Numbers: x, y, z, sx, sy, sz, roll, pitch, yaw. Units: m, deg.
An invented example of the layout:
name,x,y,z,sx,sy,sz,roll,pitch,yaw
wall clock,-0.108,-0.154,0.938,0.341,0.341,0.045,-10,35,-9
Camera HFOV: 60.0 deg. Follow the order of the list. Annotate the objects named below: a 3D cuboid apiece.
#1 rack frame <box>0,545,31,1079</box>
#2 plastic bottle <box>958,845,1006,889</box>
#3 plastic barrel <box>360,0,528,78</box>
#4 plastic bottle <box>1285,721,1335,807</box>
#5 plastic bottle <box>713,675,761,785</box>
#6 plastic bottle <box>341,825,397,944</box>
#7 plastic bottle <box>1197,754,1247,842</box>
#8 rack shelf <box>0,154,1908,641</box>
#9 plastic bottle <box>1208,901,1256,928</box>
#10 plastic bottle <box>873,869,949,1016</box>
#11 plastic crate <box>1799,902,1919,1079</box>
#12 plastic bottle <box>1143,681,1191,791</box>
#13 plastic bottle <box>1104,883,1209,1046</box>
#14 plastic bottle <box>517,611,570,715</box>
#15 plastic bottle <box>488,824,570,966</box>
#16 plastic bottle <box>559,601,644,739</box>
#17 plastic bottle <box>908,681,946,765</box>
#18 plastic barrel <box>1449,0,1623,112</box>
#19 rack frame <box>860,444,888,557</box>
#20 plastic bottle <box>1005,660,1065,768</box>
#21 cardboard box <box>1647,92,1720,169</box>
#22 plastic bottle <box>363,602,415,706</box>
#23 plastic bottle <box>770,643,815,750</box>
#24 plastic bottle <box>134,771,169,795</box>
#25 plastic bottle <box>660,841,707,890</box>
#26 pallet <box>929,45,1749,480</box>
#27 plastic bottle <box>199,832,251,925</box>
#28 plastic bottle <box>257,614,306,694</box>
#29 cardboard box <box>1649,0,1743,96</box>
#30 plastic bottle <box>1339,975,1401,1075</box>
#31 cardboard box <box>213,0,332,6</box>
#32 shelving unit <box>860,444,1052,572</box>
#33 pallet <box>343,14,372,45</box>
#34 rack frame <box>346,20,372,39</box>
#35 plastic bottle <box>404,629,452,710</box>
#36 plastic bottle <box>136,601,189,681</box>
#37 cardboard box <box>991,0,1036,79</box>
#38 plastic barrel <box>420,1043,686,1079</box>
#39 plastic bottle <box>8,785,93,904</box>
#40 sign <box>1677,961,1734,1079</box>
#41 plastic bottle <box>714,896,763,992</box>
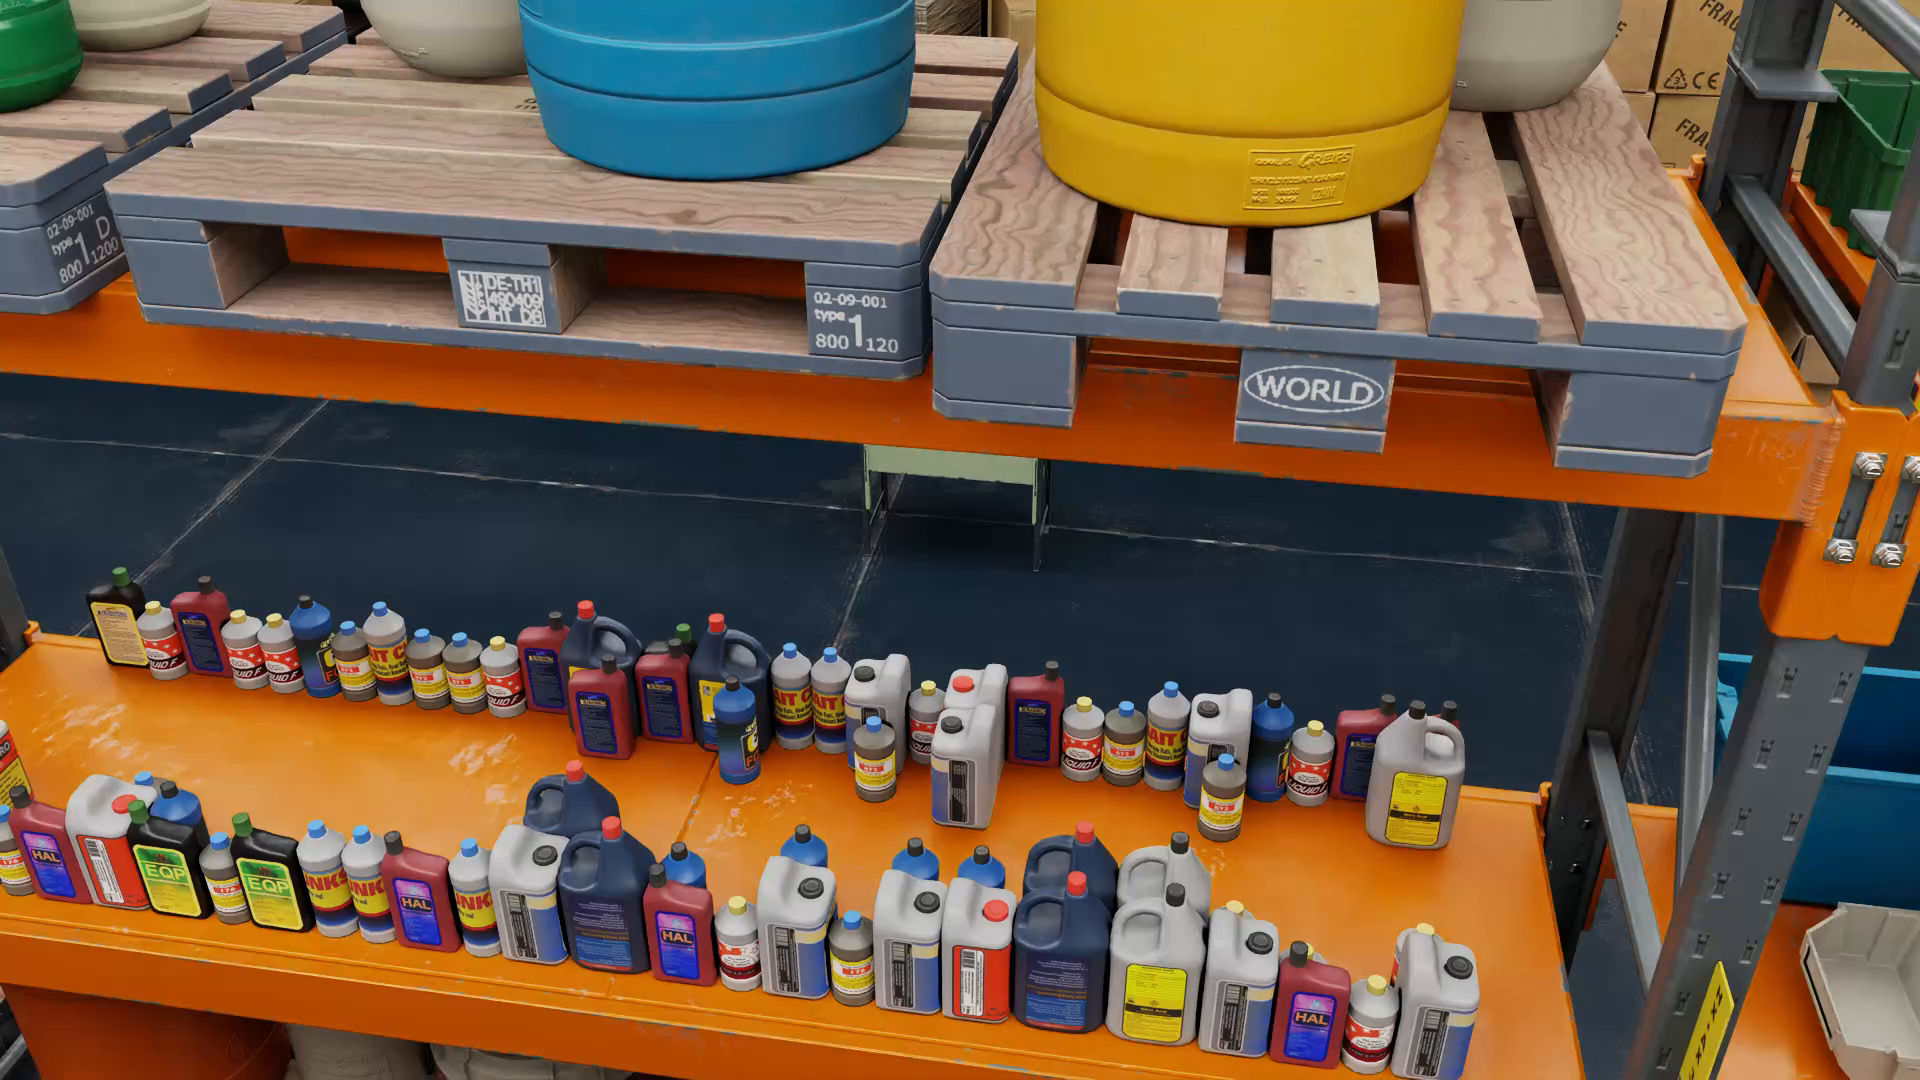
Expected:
name,x,y,z,sx,sy,sz,roll,pitch,yaw
rack frame,-2.602,0.331,3.895,0.127,3.000,1.000,5,32,8
plastic bottle,0.043,0.731,3.376,0.097,0.271,0.097,0,32,0
plastic barrel,-0.829,-1.097,2.825,0.433,0.535,0.433,0,32,0
plastic bottle,0.803,0.503,3.806,0.097,0.201,0.097,0,32,0
plastic bottle,-0.519,0.432,3.855,0.097,0.271,0.097,0,32,0
plastic bottle,-1.209,0.700,3.426,0.097,0.271,0.097,0,32,0
plastic bottle,0.585,0.565,3.707,0.097,0.201,0.097,0,32,0
rack shelf,-0.631,-0.458,3.005,4.000,0.370,1.077,5,32,8
plastic bottle,0.540,0.806,3.322,0.097,0.201,0.097,0,32,0
plastic bottle,-0.092,0.784,3.287,0.135,0.276,0.152,5,32,8
plastic crate,1.775,0.890,3.193,0.243,0.136,0.396,5,32,8
plastic bottle,0.478,0.444,3.834,0.097,0.271,0.097,0,32,0
plastic bottle,0.380,0.798,3.195,0.185,0.351,0.144,5,32,8
plastic bottle,-1.005,0.295,4.062,0.133,0.283,0.061,5,32,8
plastic bottle,-0.863,0.715,3.398,0.135,0.276,0.152,5,32,8
plastic bottle,-0.855,0.302,3.986,0.185,0.351,0.144,5,32,8
plastic bottle,-0.074,0.424,3.933,0.097,0.201,0.097,0,32,0
plastic barrel,0.864,-0.998,2.666,0.433,0.535,0.433,0,32,0
rack frame,-0.367,-0.669,6.905,0.023,1.500,0.400,5,32,8
plastic bottle,0.176,0.402,3.891,0.133,0.283,0.061,5,32,8
cardboard box,3.140,-1.713,7.065,0.500,0.500,0.500,6,32,9
plastic bottle,-1.410,0.273,4.108,0.097,0.271,0.097,0,32,0
plastic bottle,-0.398,0.365,3.961,0.097,0.271,0.097,0,32,0
plastic bottle,-1.771,0.597,3.657,0.097,0.201,0.097,0,32,0
plastic bottle,-0.561,0.726,3.384,0.097,0.271,0.097,0,32,0
pallet,0.552,-0.523,2.609,1.003,0.211,1.213,5,32,8
plastic bottle,-1.533,0.700,3.491,0.097,0.201,0.097,0,32,0
plastic bottle,-1.698,0.277,4.168,0.097,0.201,0.097,0,32,0
cardboard box,3.104,-2.134,6.795,0.500,0.500,0.500,4,32,7
plastic bottle,0.779,0.910,3.157,0.097,0.201,0.097,0,32,0
cardboard box,-3.422,-2.443,8.232,0.500,0.500,0.500,3,32,6
shelving unit,-0.007,-0.636,6.853,0.755,1.500,0.431,5,32,8
pallet,-5.546,-4.067,13.549,1.213,0.211,1.003,5,32,8
rack frame,-4.878,-5.208,12.743,0.127,3.000,1.000,5,32,8
plastic bottle,-1.314,0.312,4.112,0.097,0.201,0.097,0,32,0
plastic bottle,-2.021,0.248,4.215,0.097,0.201,0.097,0,32,0
cardboard box,0.426,-2.249,7.525,0.500,0.500,0.700,-3,32,-4
plastic barrel,-1.004,1.310,4.207,0.708,0.588,0.600,5,32,8
plastic bottle,-1.914,0.641,3.509,0.133,0.283,0.061,5,32,8
sign,1.246,0.858,2.792,0.005,0.325,0.100,5,32,8
plastic bottle,-0.440,0.799,3.333,0.097,0.201,0.097,0,32,0
